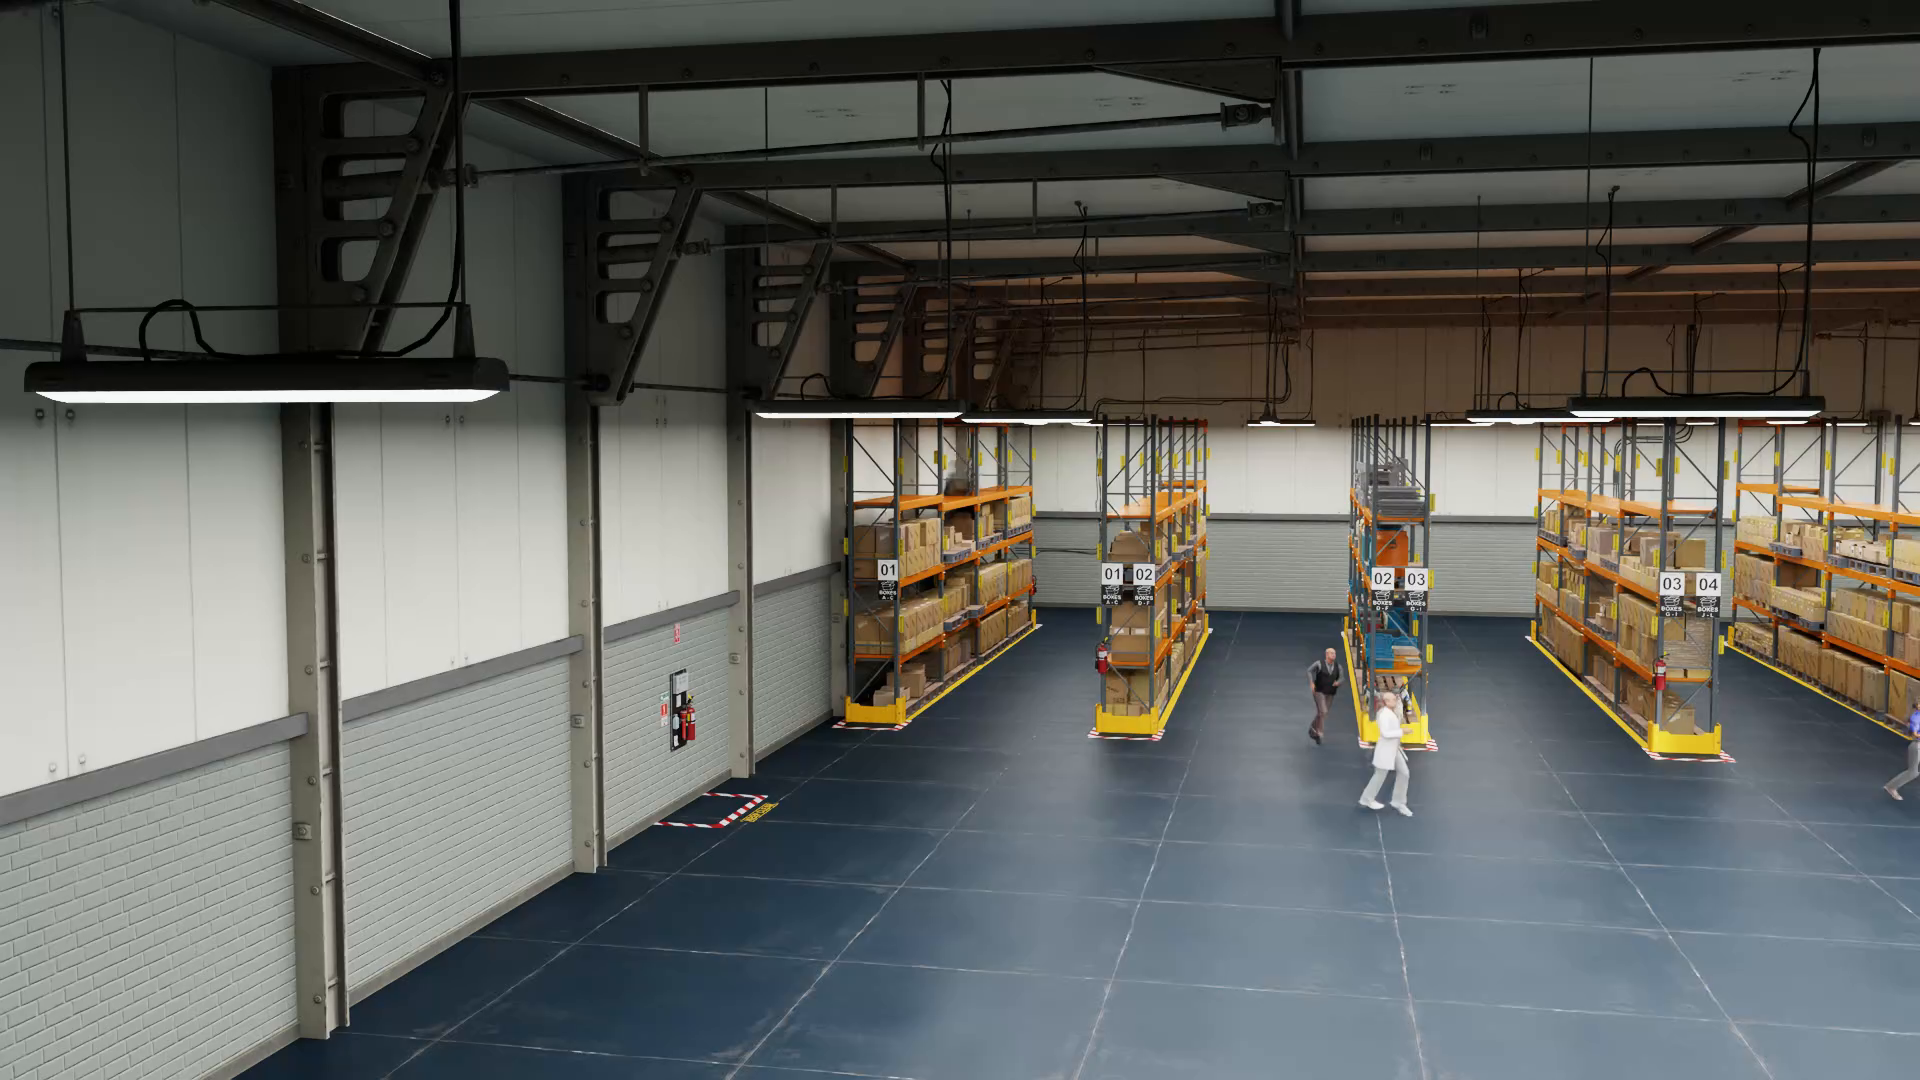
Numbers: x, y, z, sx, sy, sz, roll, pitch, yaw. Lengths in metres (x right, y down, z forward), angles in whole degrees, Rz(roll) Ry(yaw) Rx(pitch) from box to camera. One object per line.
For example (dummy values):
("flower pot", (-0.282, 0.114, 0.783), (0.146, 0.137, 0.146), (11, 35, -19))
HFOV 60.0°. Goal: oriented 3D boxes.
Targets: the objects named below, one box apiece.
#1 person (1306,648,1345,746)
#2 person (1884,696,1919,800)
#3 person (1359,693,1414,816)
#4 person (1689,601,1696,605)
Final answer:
("person", (6.702, 2.855, 30.474), (0.641, 1.758, 0.713), (-1, 4, -18))
("person", (14.656, 3.195, 25.298), (0.586, 1.636, 0.995), (-3, 5, -37))
("person", (6.371, 3.180, 24.763), (0.819, 1.834, 0.694), (2, 5, 32))
("person", (18.759, 2.102, 42.379), (0.675, 1.699, 0.949), (0, 4, 6))
